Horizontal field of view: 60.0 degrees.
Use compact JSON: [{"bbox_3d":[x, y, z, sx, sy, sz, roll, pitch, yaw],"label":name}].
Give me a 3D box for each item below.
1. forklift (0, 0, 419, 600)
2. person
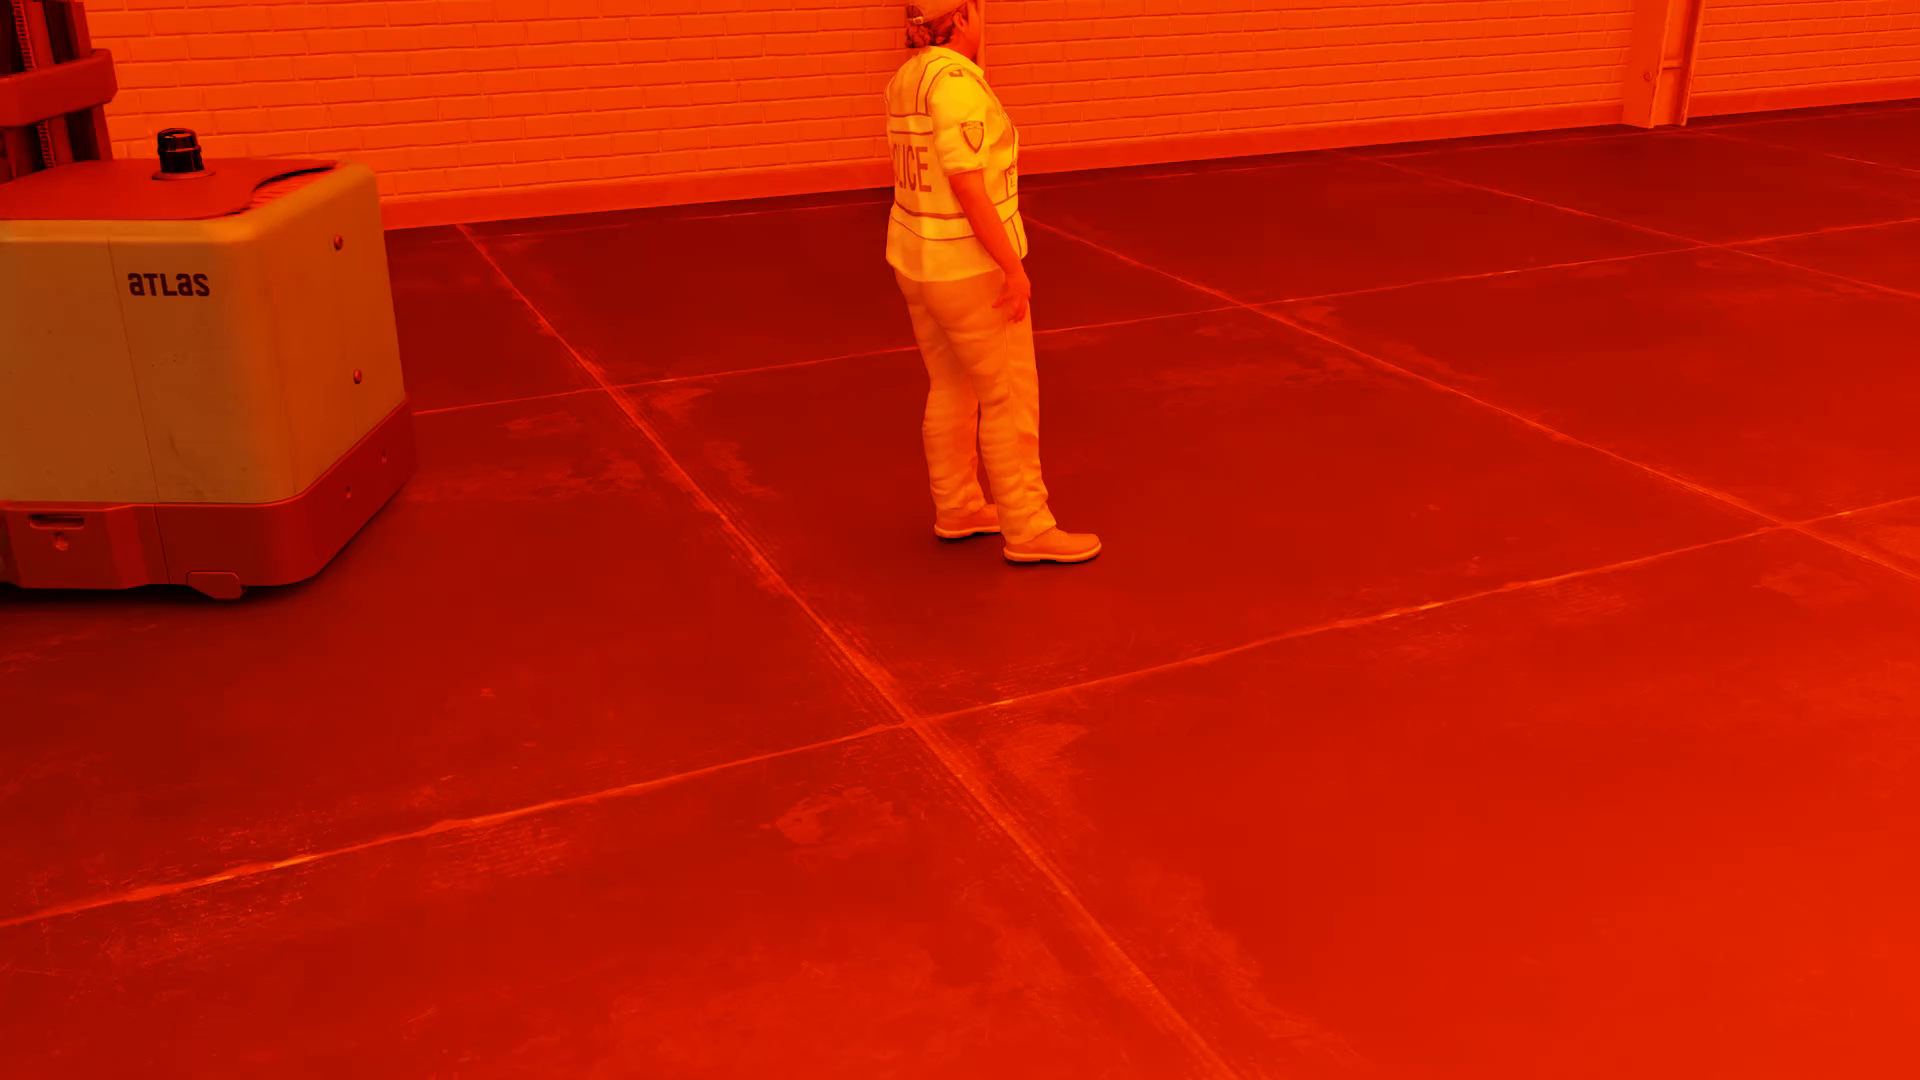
[{"bbox_3d":[-3.313,-1.376,4.598,3.031,2.935,1.130,1,23,2],"label":"forklift"},{"bbox_3d":[0.079,-0.780,4.795,0.529,1.670,0.598,-10,25,-23],"label":"person"}]
